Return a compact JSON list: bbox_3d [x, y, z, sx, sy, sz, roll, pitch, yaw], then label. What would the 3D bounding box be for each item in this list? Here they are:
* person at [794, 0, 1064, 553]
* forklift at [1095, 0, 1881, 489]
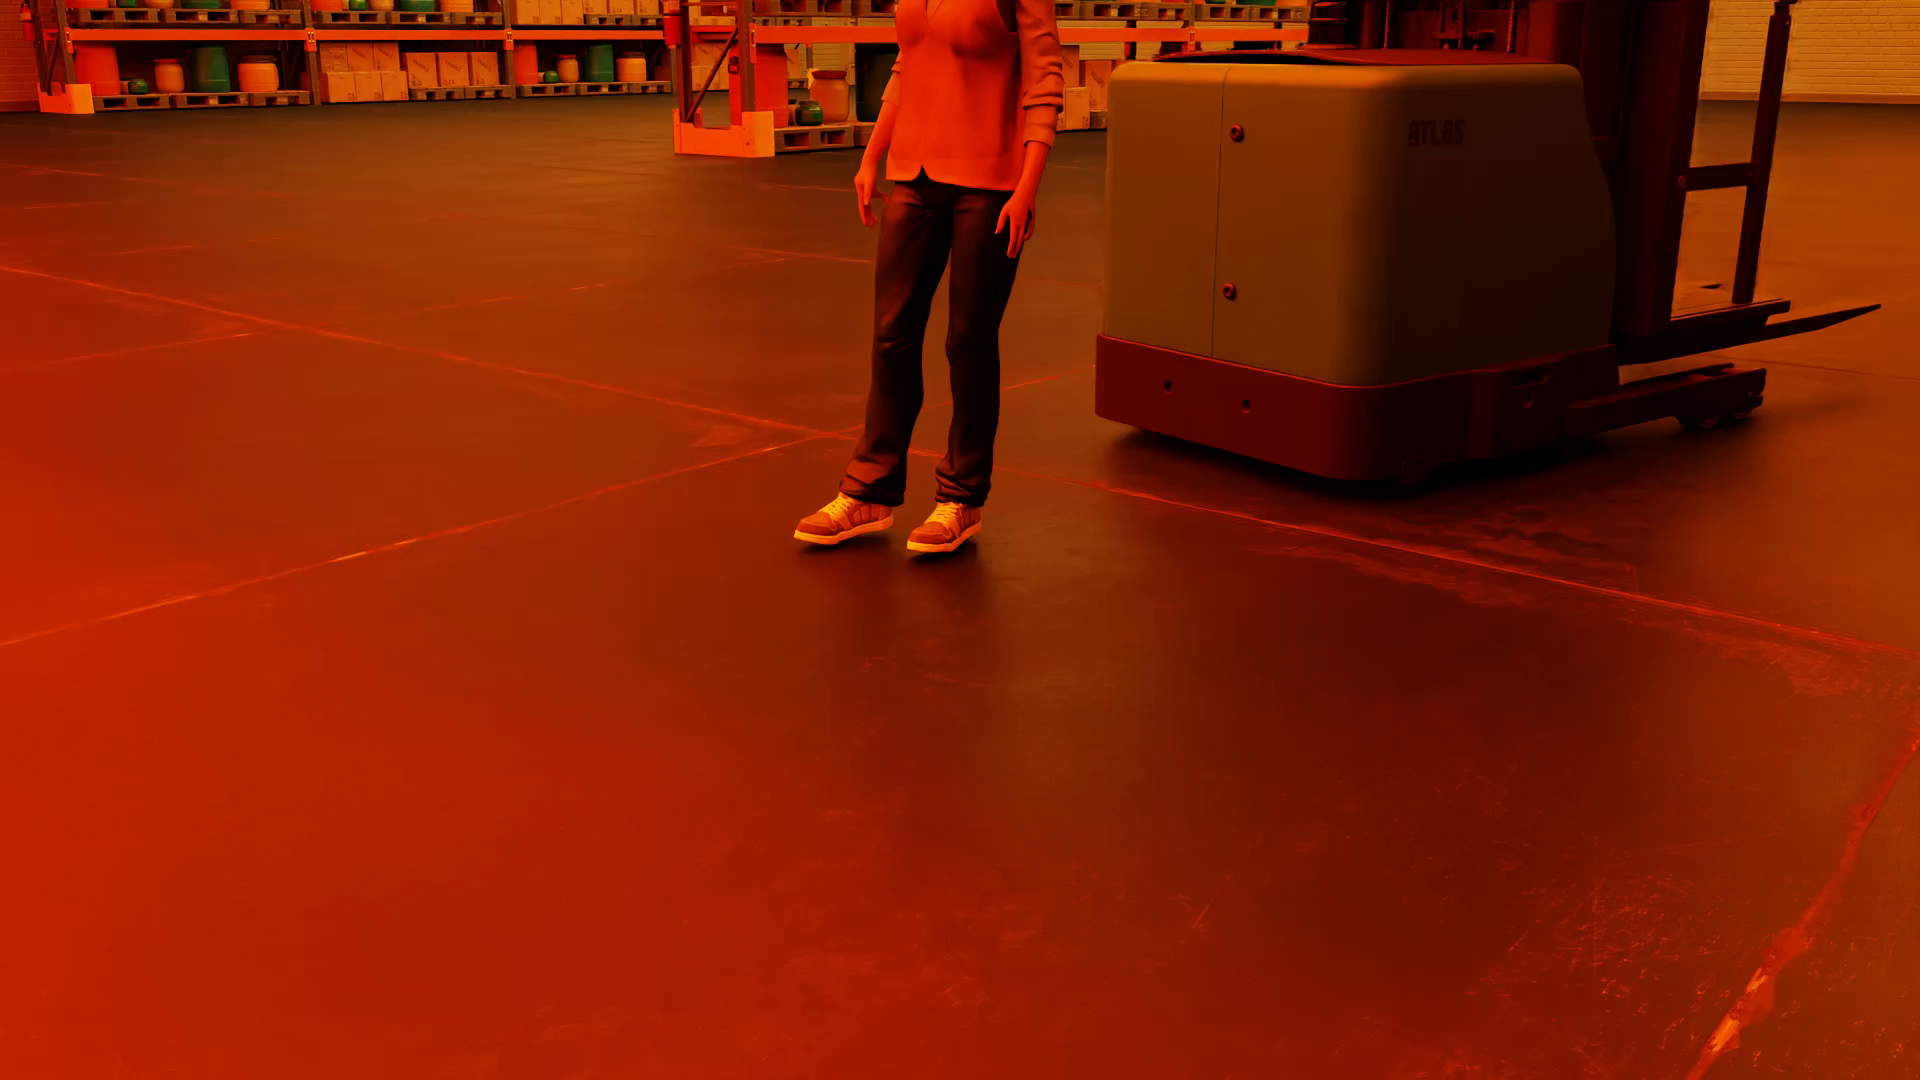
[{"bbox_3d":[-0.058,-0.757,3.662,0.520,1.597,0.476,13,21,37],"label":"person"},{"bbox_3d":[1.888,-1.853,5.000,3.031,2.935,1.130,-12,21,-35],"label":"forklift"}]
